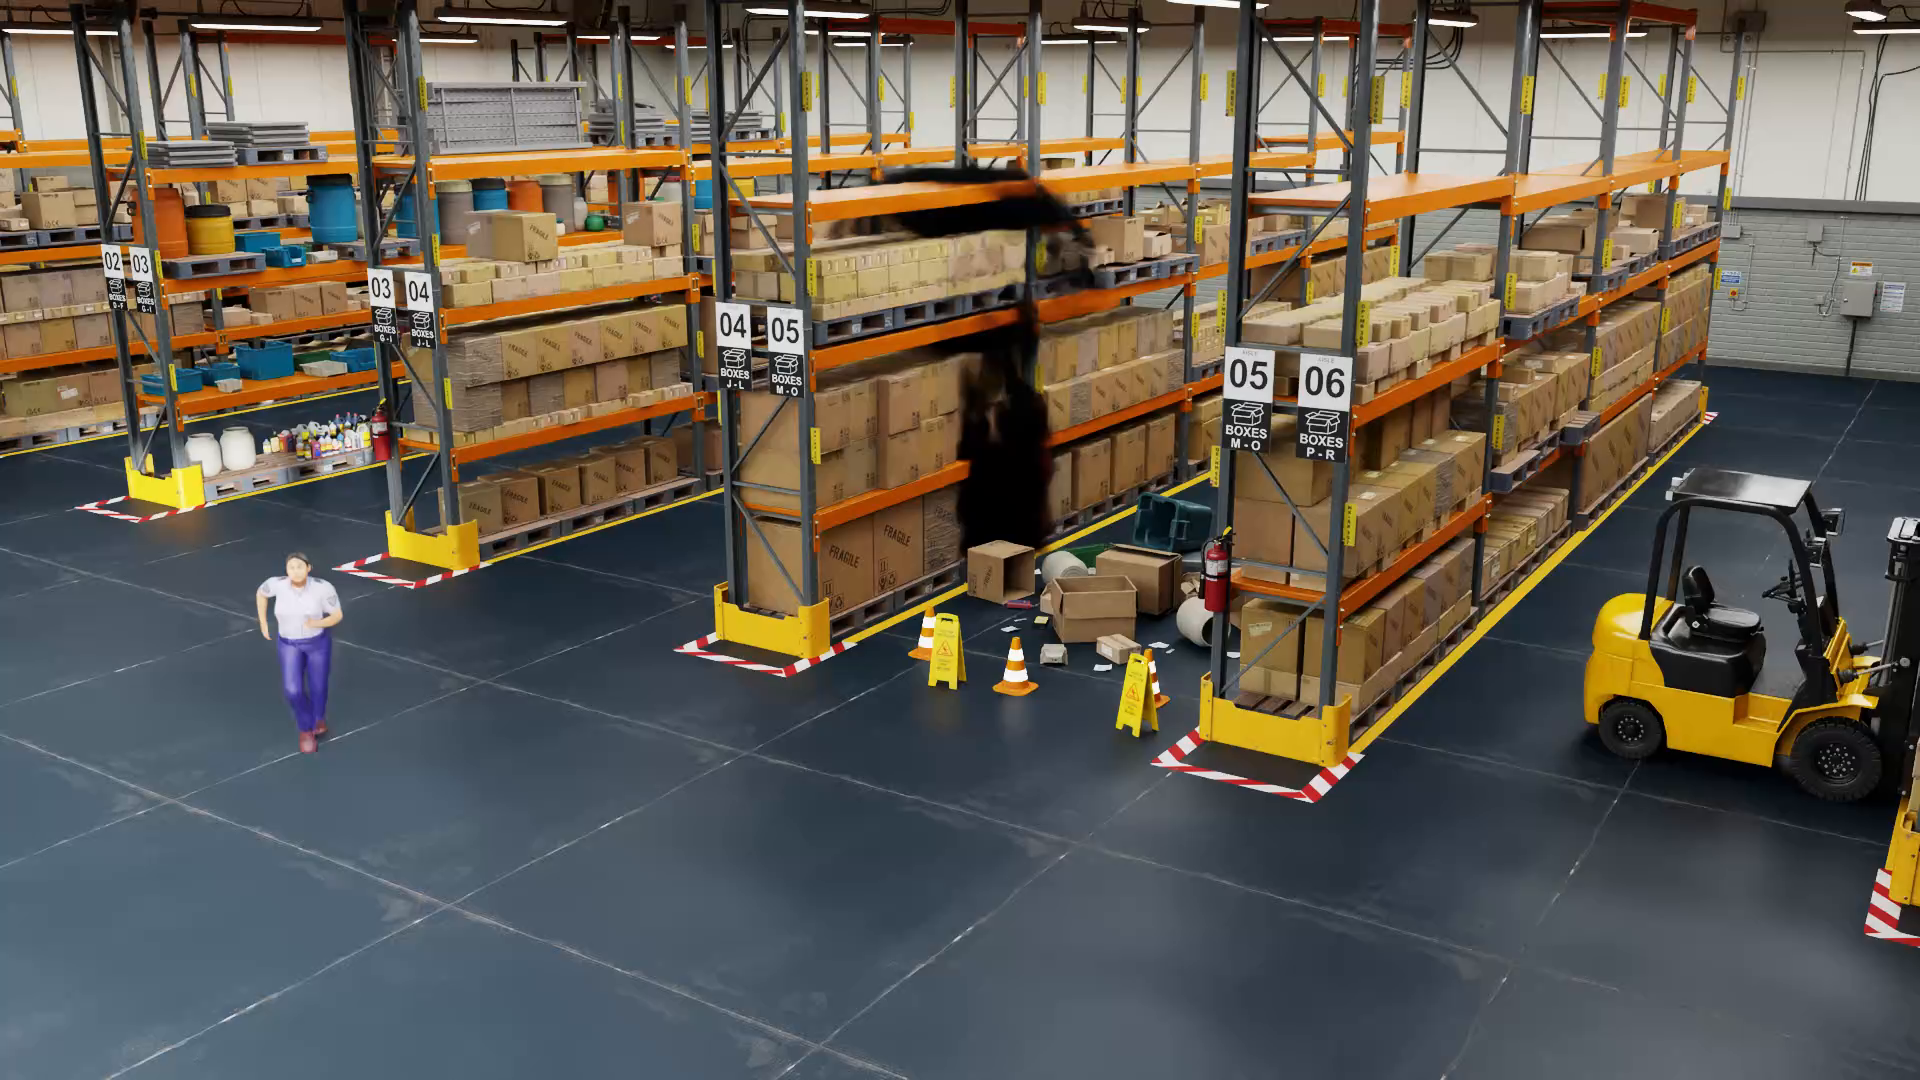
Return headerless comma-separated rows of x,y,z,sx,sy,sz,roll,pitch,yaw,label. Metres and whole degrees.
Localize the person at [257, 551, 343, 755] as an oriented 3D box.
-5.160,0.863,13.078,0.630,1.644,0.792,-5,16,-17,person
